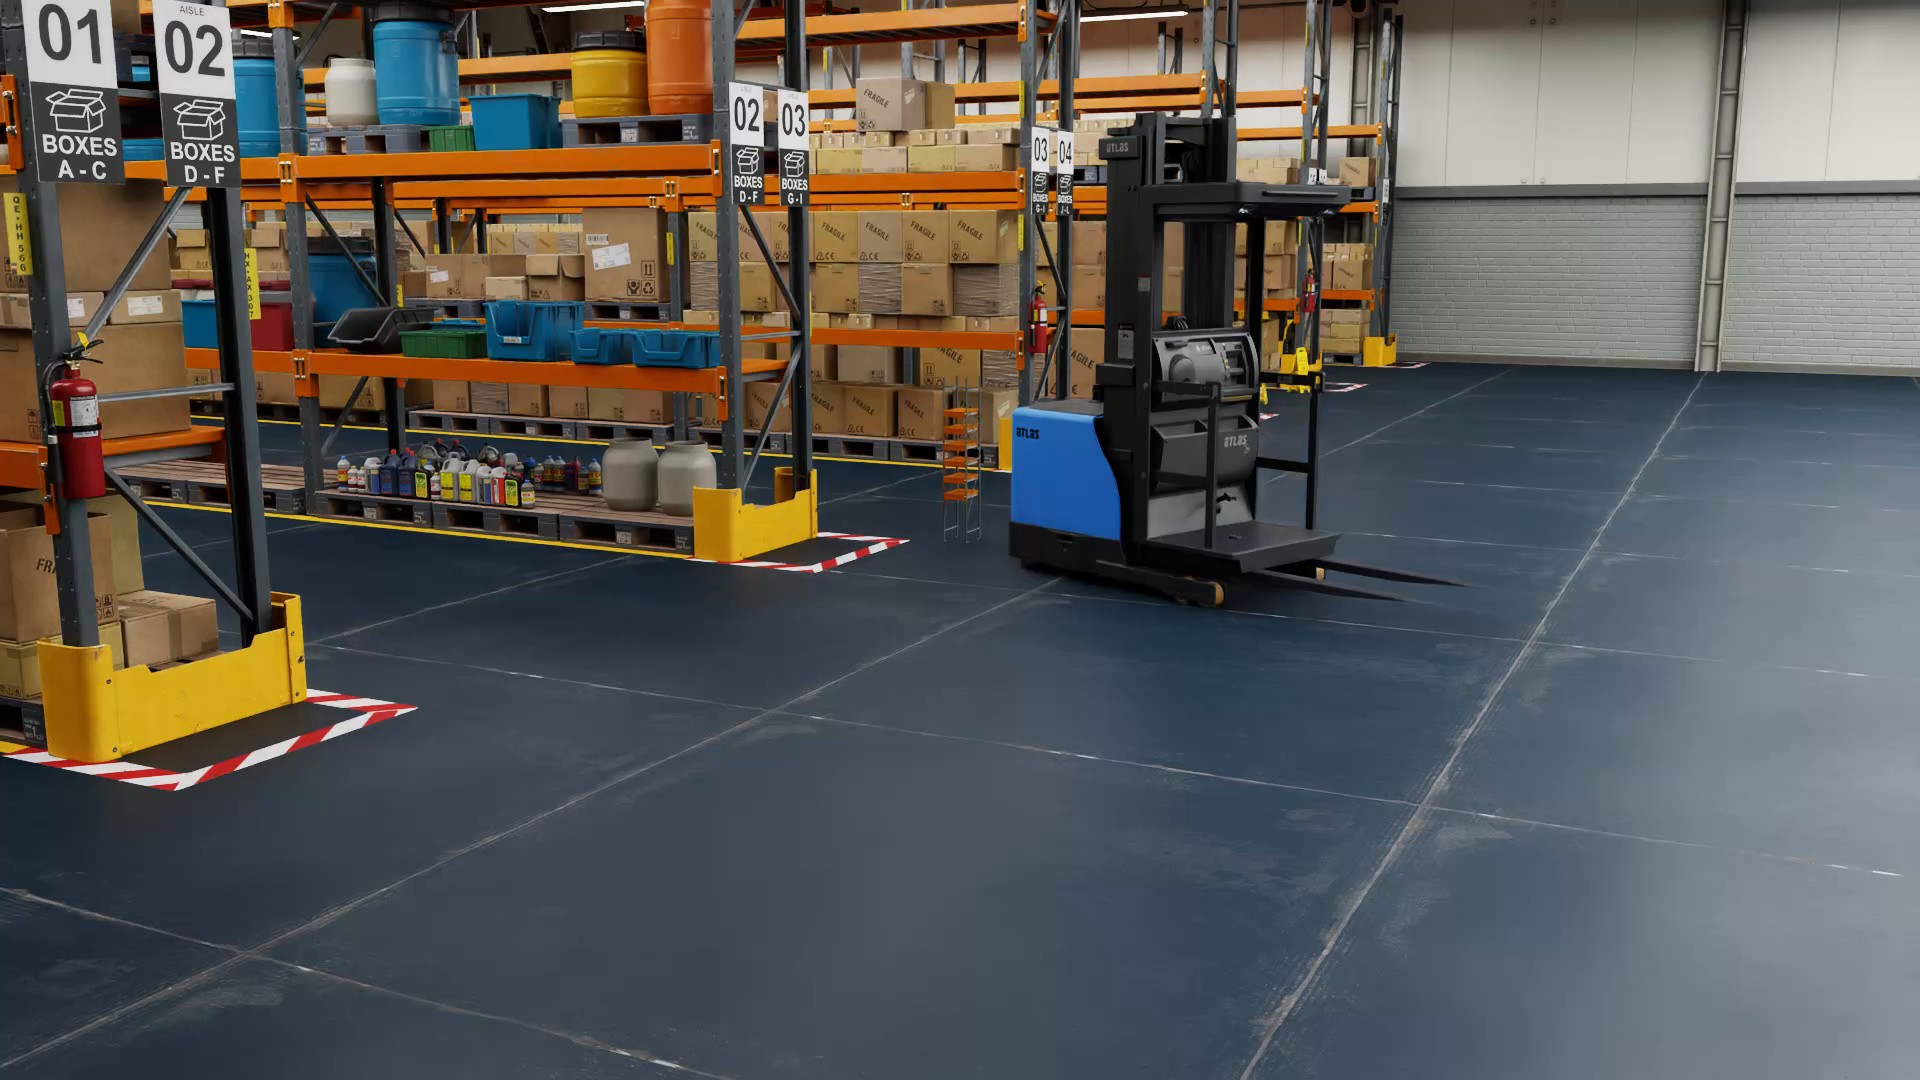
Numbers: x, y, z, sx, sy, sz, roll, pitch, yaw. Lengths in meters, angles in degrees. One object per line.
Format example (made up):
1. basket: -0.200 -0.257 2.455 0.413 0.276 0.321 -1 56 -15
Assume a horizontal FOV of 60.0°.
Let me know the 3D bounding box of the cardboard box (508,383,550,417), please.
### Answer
1. cardboard box: -4.720 -1.702 18.993 0.500 0.500 0.700 6 12 31

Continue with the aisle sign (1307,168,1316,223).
1. aisle sign: 5.142 -5.030 24.302 0.004 0.787 0.394 5 11 26

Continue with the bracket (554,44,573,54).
1. bracket: -8.745 -10.846 36.785 0.430 0.232 0.235 5 11 26

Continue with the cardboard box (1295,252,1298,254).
1. cardboard box: 6.047 -5.027 29.480 0.250 0.149 0.380 5 11 24

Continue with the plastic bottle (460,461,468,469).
1. plastic bottle: -3.815 -0.467 12.802 0.135 0.276 0.152 5 11 26

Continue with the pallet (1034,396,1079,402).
1. pallet: 1.273 -1.778 21.464 1.213 0.211 1.003 5 11 26

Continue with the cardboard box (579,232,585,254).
1. cardboard box: -6.544 -5.323 30.133 0.500 0.500 0.500 5 11 25

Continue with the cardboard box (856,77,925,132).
1. cardboard box: -0.672 -4.219 16.176 0.500 0.500 0.500 5 11 26

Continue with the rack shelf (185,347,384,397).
1. rack shelf: -6.743 -1.547 14.377 4.000 0.370 1.077 5 11 26

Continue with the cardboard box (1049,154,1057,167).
1. cardboard box: 1.299 -4.704 20.623 0.250 0.149 0.380 5 11 27

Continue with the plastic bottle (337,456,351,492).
1. plastic bottle: -4.857 -0.523 13.120 0.097 0.271 0.097 0 10 0

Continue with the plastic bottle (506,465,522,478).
1. plastic bottle: -3.370 -0.424 12.544 0.133 0.283 0.061 5 11 26

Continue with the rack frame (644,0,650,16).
1. rack frame: -4.059 -6.586 23.353 0.127 3.000 1.000 5 11 26

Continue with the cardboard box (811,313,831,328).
1. cardboard box: -1.347 -2.230 16.835 0.250 0.149 0.380 5 11 26

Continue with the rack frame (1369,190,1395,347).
1. rack frame: 7.408 -4.595 29.198 0.127 3.000 1.000 5 11 26

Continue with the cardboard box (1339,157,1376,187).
1. cardboard box: 6.903 -6.372 28.853 0.500 0.500 0.500 5 12 28

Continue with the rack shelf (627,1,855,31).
1. rack shelf: -3.753 -8.824 28.404 4.000 0.370 1.077 5 11 26

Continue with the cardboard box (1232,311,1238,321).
1. cardboard box: 4.022 -3.384 25.118 0.250 0.149 0.380 5 12 27

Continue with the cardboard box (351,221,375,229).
1. cardboard box: -9.106 -4.713 25.926 0.500 0.500 0.500 5 12 27

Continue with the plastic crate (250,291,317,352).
1. plastic crate: -5.519 -1.764 13.377 0.583 0.464 0.402 5 11 26

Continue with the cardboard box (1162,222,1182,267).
1. cardboard box: 2.799 -3.644 20.490 0.550 0.550 0.875 5 11 26

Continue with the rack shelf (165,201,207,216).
1. rack shelf: -11.725 -4.445 21.964 4.000 0.370 1.077 5 11 26

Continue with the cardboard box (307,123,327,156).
1. cardboard box: -7.736 -4.672 19.741 0.500 0.500 0.500 6 12 29

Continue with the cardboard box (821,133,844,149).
1. cardboard box: -1.170 -3.947 16.493 0.250 0.149 0.380 5 12 27

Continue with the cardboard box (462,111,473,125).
1. cardboard box: -5.130 -4.464 18.365 0.500 0.500 0.500 5 11 24

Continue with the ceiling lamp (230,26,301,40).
1. ceiling lamp: -12.614 -10.712 29.758 0.800 3.185 2.000 5 11 26

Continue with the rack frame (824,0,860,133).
1. rack frame: -1.960 -7.385 27.765 0.127 3.000 1.000 5 11 26

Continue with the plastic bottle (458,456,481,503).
1. plastic bottle: -3.691 -0.464 12.573 0.185 0.351 0.144 6 12 28

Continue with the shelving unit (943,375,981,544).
1. shelving unit: 0.013 -0.589 12.117 0.189 1.200 0.258 5 11 26

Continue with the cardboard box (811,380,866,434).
1. cardboard box: -1.308 -1.393 17.345 0.500 0.500 0.500 4 11 21

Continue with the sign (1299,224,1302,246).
1. sign: 4.951 -4.440 24.204 0.005 0.325 0.100 5 11 26

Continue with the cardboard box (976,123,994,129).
1. cardboard box: 0.388 -5.177 20.994 0.250 0.149 0.380 5 11 25

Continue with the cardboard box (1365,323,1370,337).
1. cardboard box: 7.078 -3.765 29.749 0.500 0.250 0.500 5 12 27

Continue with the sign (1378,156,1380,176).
1. sign: 7.155 -6.382 28.386 0.005 0.325 0.100 5 11 26

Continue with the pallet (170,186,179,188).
1. pallet: -9.088 -4.483 20.690 1.217 0.209 0.805 5 11 24

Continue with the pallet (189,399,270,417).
1. pallet: -9.206 -1.744 21.275 1.213 0.211 1.003 5 11 26

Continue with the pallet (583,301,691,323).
1. pallet: -3.378 -2.524 18.291 1.213 0.211 1.003 5 11 26

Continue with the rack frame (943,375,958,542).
1. rack frame: -0.069 -0.596 12.157 0.006 1.200 0.240 5 11 26

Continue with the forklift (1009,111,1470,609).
1. forklift: 1.684 -1.132 10.256 1.130 2.935 3.031 -9 14 -41

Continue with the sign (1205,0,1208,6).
1. sign: 2.862 -6.369 19.307 0.005 0.325 0.100 5 11 26

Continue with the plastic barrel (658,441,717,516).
1. plastic barrel: -1.986 -0.451 12.104 0.421 0.512 0.421 0 10 0

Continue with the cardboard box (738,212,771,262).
1. cardboard box: -2.017 -3.107 17.052 0.500 0.500 0.500 5 11 26

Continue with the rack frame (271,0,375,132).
1. rack frame: -4.949 -4.696 12.908 0.127 3.000 1.000 5 11 26

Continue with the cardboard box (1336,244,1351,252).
1. cardboard box: 6.758 -5.119 29.155 0.250 0.149 0.380 5 11 26

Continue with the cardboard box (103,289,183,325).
1. cardboard box: -3.814 -1.071 7.625 0.250 0.149 0.380 5 11 25

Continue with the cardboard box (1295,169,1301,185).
1. cardboard box: 4.882 -5.433 24.990 0.500 0.250 0.500 5 11 25

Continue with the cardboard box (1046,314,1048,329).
1. cardboard box: 0.680 -2.156 16.428 0.250 0.149 0.380 5 11 26

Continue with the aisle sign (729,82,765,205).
1. aisle sign: -1.429 -2.655 11.175 0.004 0.787 0.394 5 11 26

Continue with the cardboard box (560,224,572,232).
1. cardboard box: -7.082 -5.693 30.351 0.250 0.149 0.380 5 11 25

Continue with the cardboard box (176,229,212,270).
1. cardboard box: -9.355 -3.659 20.927 0.637 0.503 0.797 5 11 24

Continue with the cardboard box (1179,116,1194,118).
1. cardboard box: 2.663 -4.977 19.889 0.250 0.149 0.380 5 11 26

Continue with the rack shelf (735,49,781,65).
1. rack shelf: -5.147 -9.932 34.527 4.000 0.370 1.077 5 11 26

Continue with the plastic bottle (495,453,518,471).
1. plastic bottle: -3.638 -0.561 13.321 0.135 0.276 0.152 5 12 27

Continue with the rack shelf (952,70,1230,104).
1. rack shelf: 1.321 -5.563 20.840 4.000 0.370 1.077 5 11 26
